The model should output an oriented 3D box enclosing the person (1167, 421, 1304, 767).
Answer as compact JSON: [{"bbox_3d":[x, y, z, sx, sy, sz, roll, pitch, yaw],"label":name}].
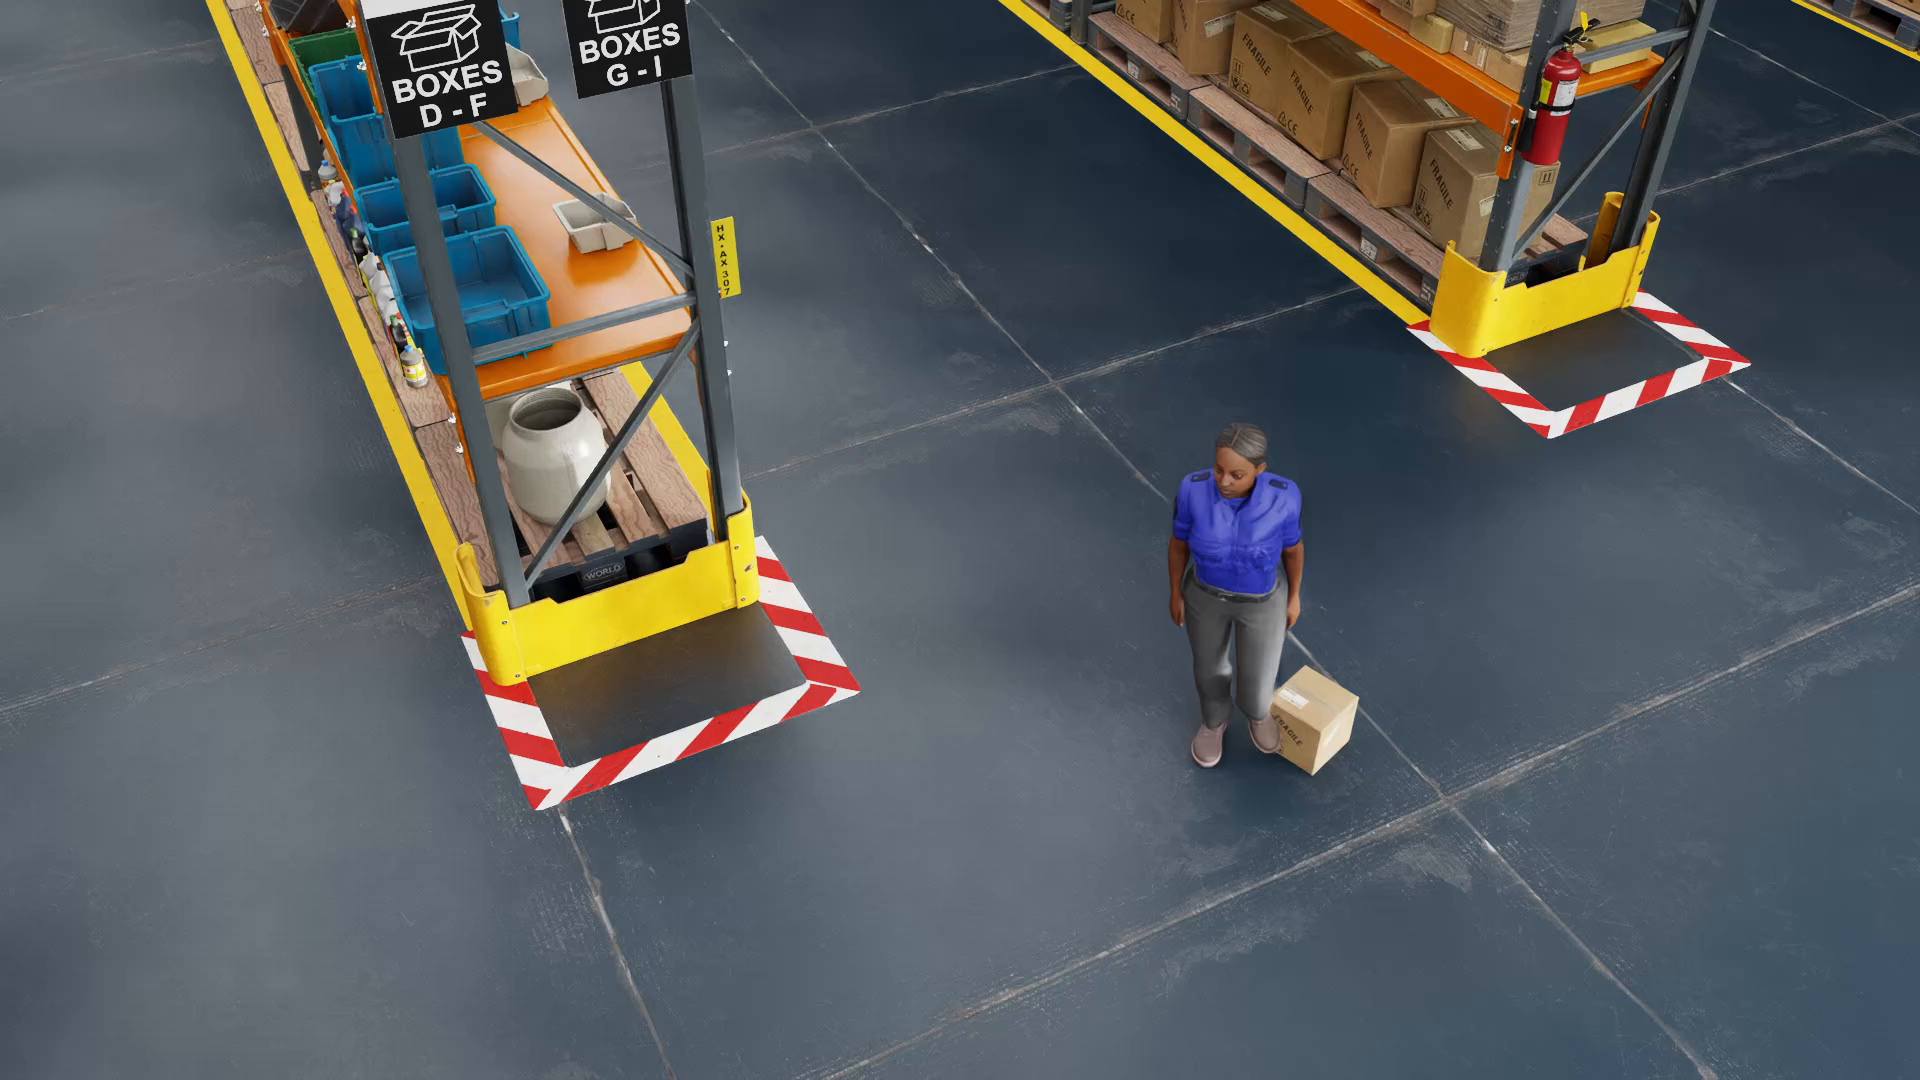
[{"bbox_3d":[0.977,0.205,5.913,0.502,1.646,0.454,13,43,14],"label":"person"}]
